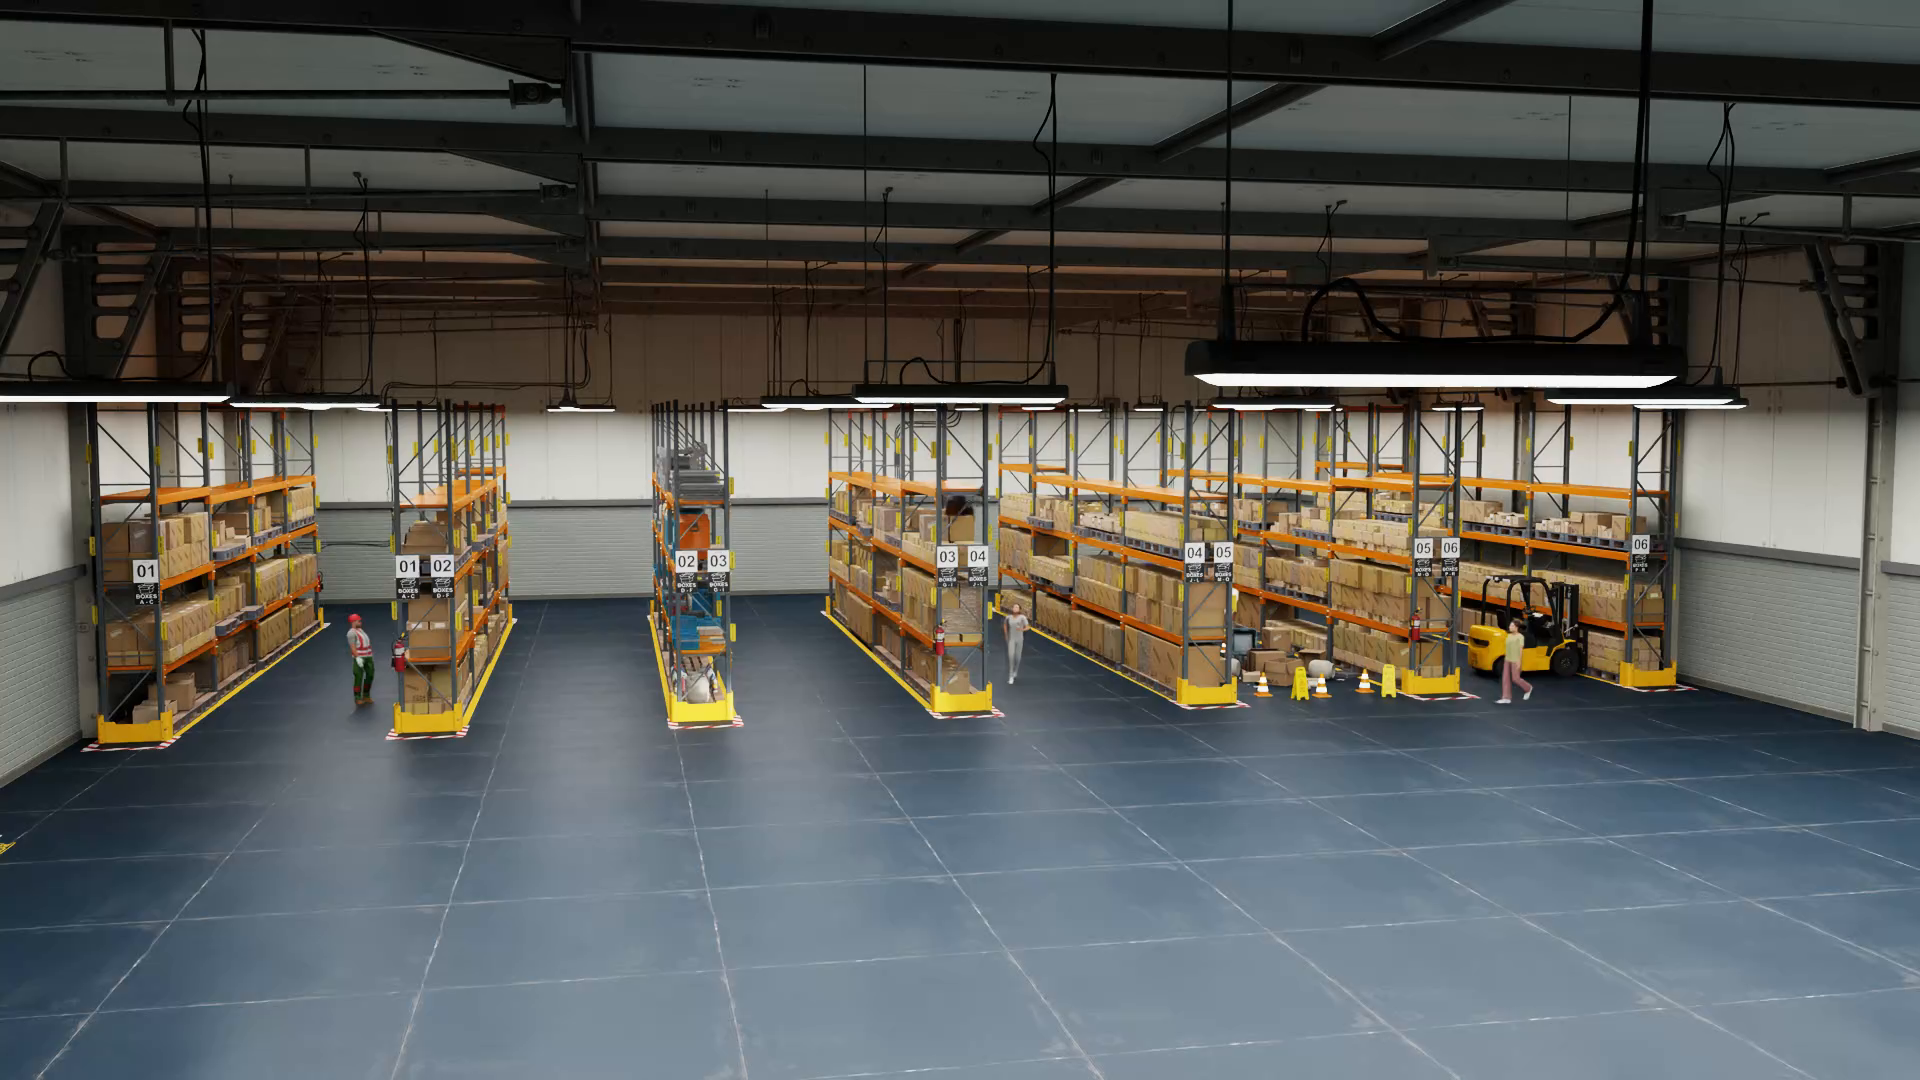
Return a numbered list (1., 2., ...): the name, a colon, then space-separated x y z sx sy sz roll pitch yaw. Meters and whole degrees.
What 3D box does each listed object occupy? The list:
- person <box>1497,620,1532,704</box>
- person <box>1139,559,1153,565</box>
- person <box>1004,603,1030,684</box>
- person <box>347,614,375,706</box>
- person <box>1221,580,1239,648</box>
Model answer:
1. person: 10.982 2.403 32.918 0.733 1.659 0.441 -3 5 -31
2. person: 5.878 0.923 52.812 0.487 1.679 0.480 -2 5 -28
3. person: 1.224 2.204 35.772 0.515 1.693 0.830 -1 4 -8
4. person: -11.799 2.369 32.869 0.578 1.825 0.650 2 5 30
5. person: 6.570 1.785 40.514 0.369 1.765 0.634 0 4 -6
